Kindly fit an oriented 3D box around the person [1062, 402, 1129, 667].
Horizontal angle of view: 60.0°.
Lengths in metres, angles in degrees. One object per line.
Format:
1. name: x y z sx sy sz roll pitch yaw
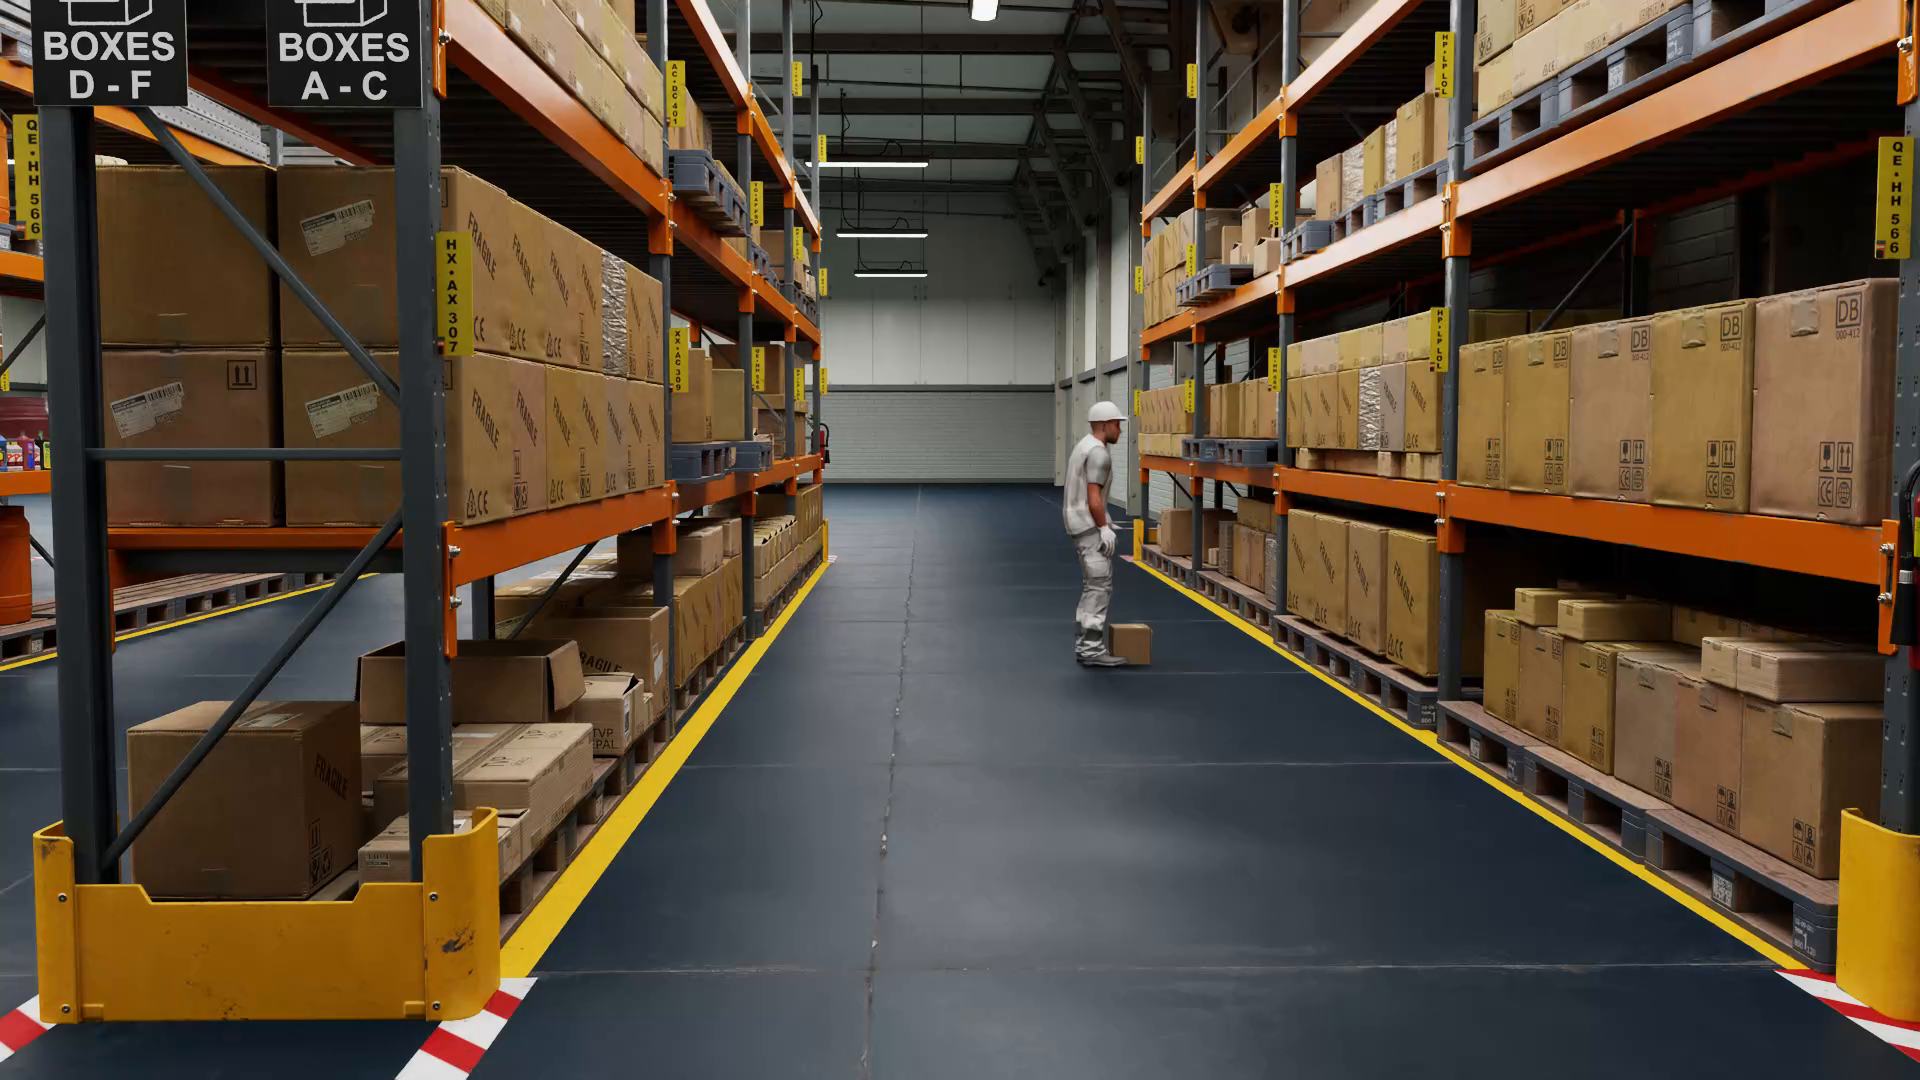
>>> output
1. person: 0.929 -0.048 11.301 0.444 1.779 0.584 0 4 -3
